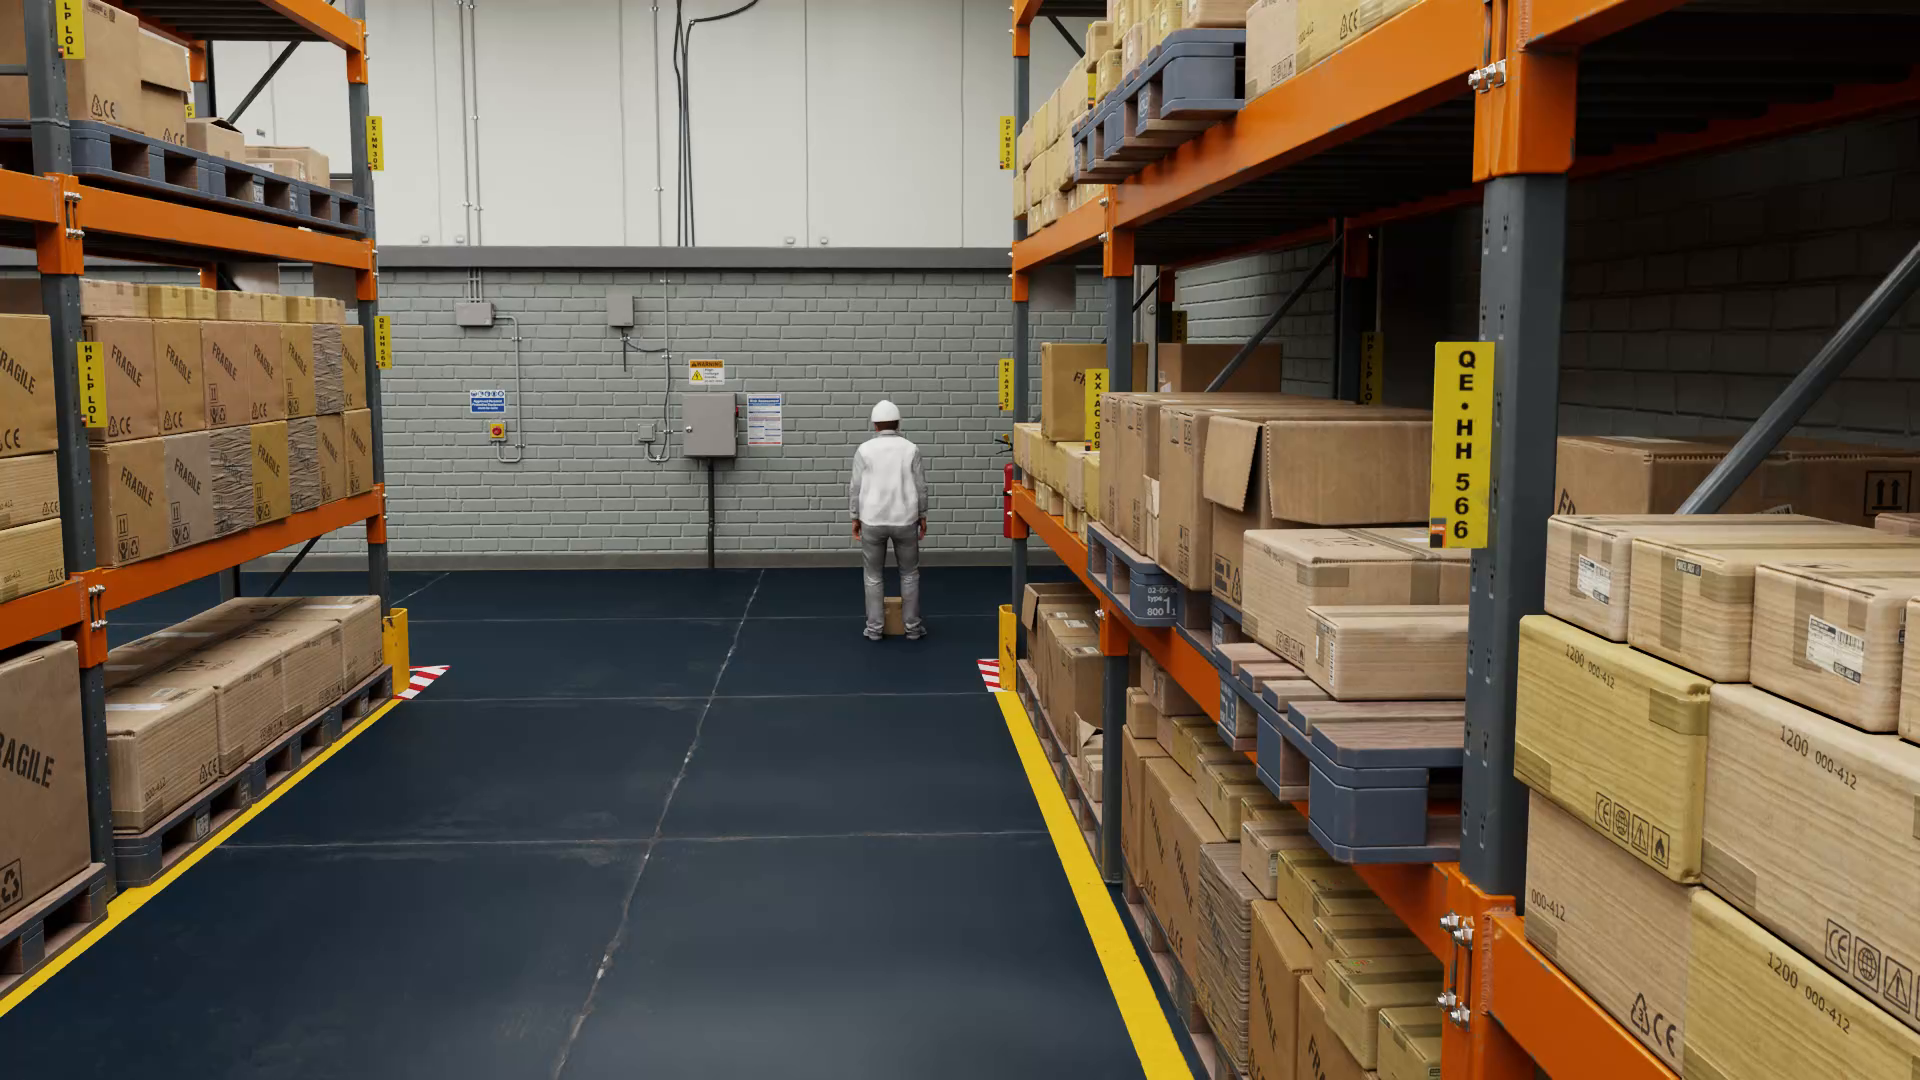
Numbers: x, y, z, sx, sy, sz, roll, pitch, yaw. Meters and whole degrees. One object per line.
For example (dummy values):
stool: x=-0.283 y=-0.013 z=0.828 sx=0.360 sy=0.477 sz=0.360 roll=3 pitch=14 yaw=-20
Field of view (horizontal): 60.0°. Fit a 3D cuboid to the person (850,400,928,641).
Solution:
person: x=-0.526 y=-0.147 z=12.359 sx=0.582 sy=1.771 sz=0.465 roll=-1 pitch=7 yaw=-4
